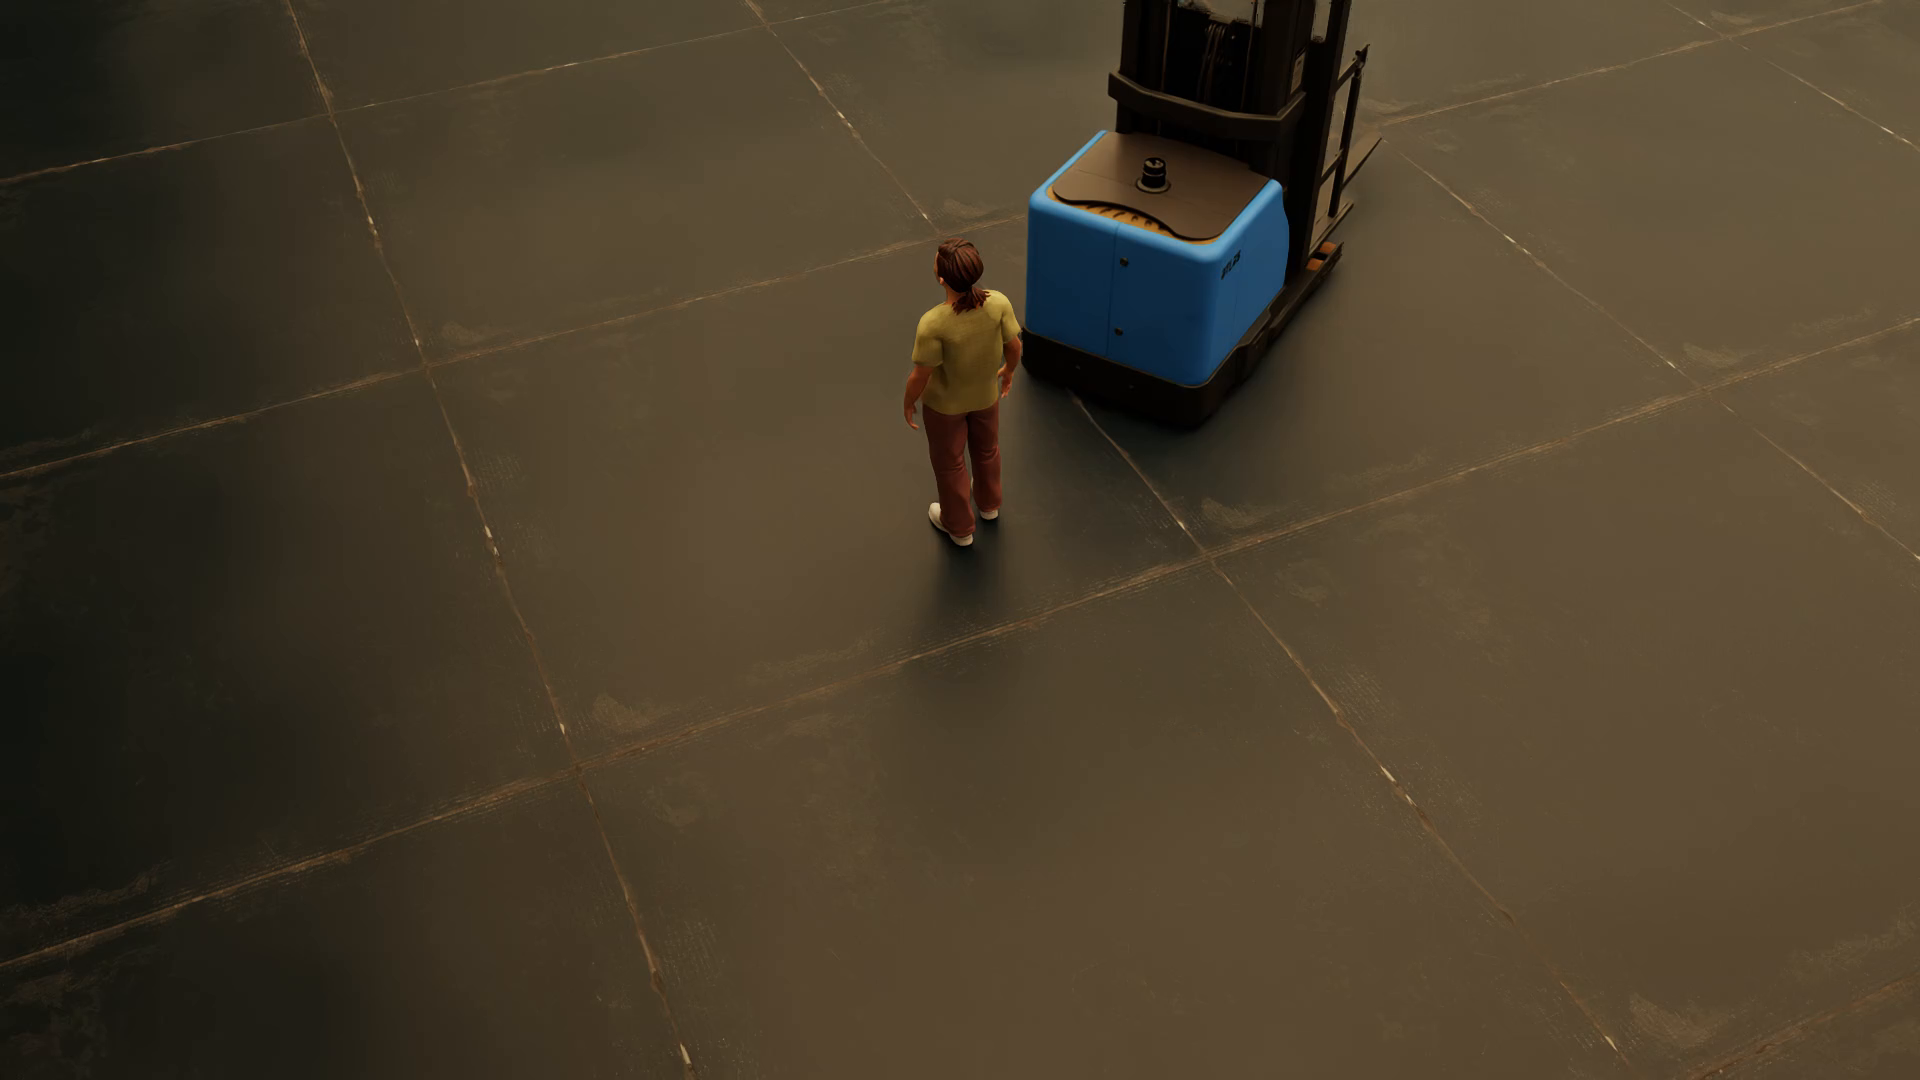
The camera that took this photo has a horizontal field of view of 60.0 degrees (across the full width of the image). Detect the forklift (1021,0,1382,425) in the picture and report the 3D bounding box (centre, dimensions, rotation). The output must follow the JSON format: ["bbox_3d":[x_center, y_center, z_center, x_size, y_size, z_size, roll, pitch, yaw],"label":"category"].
[{"bbox_3d":[1.512,-2.635,8.504,1.130,2.935,3.031,22,47,22],"label":"forklift"}]

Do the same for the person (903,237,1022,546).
[{"bbox_3d":[-0.021,-0.663,7.308,0.554,1.662,0.548,-18,46,-18],"label":"person"}]
